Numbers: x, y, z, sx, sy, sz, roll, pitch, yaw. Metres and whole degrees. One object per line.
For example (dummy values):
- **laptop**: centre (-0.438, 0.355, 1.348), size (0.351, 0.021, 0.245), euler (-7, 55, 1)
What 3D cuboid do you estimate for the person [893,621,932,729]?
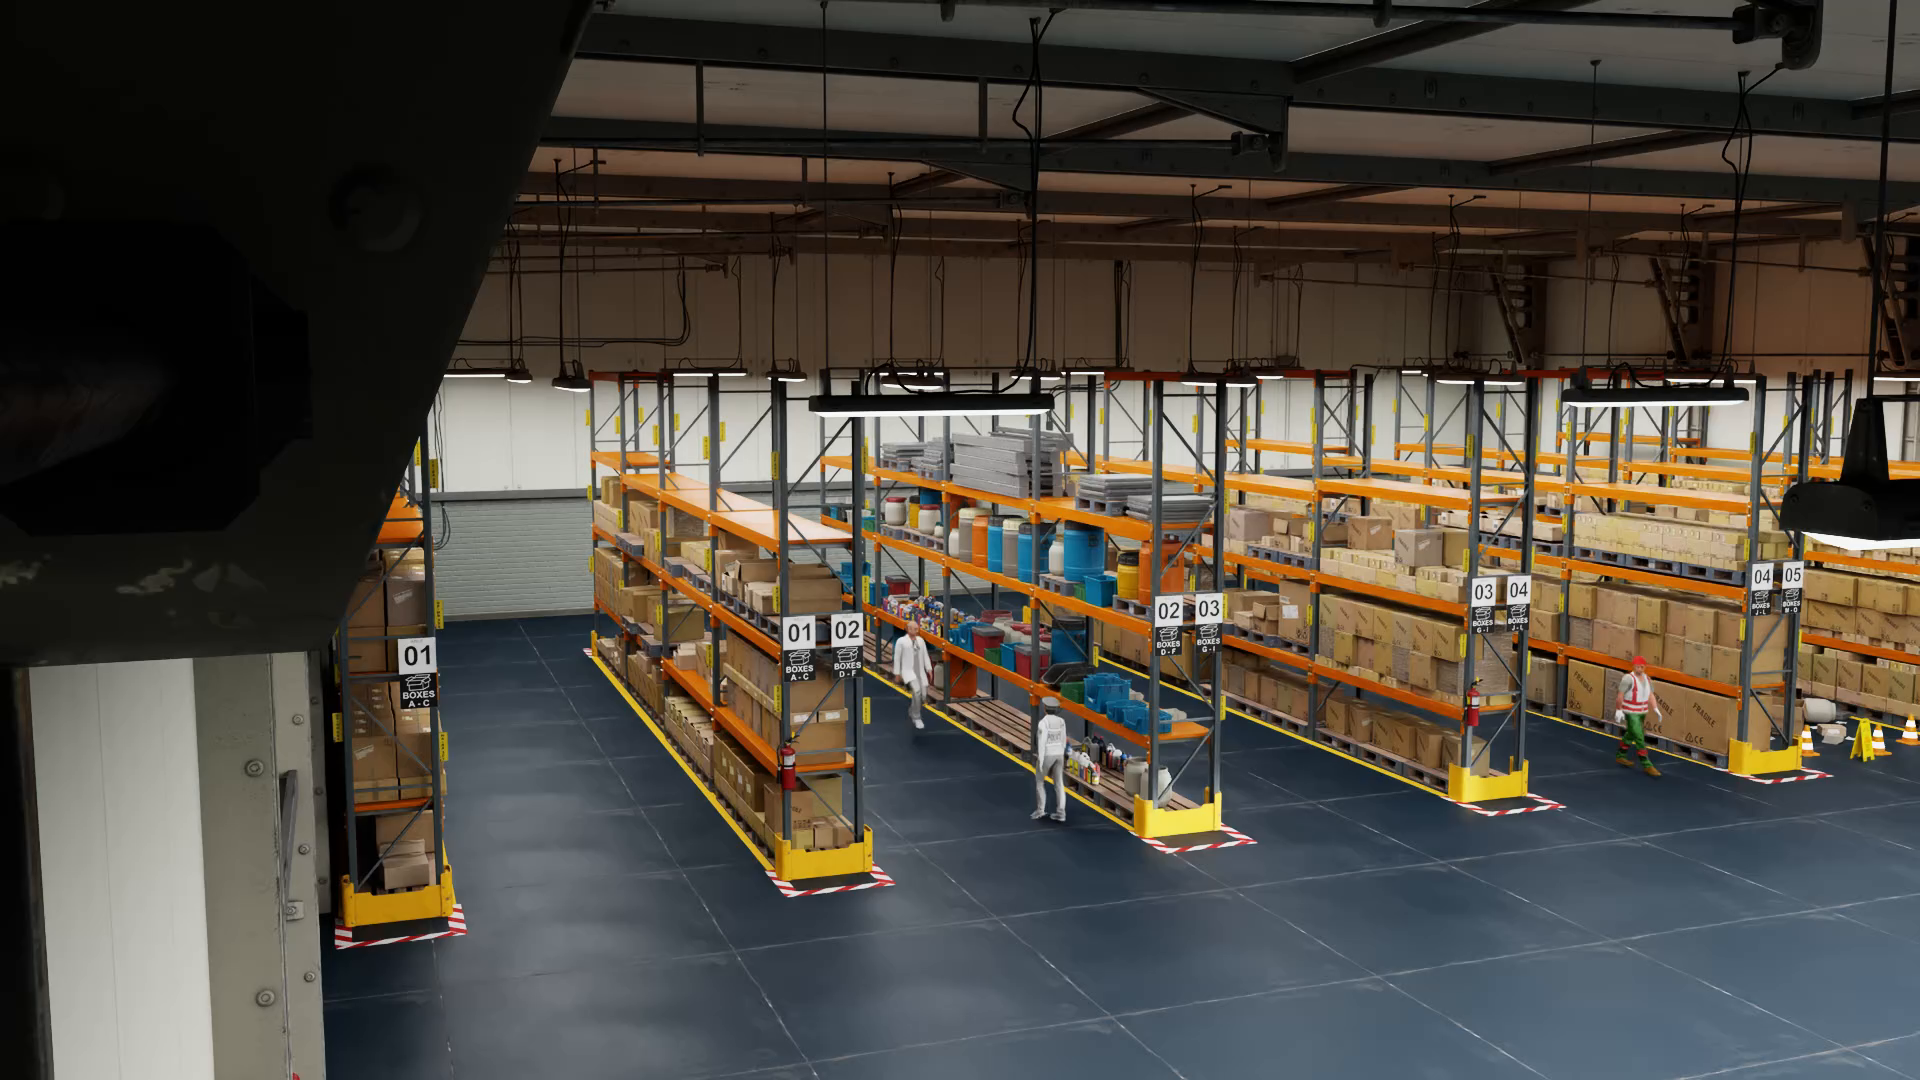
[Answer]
- **person**: centre (-0.709, 2.200, 27.411), size (0.615, 1.681, 0.802), euler (-4, 8, -33)

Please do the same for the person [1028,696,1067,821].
- **person**: centre (1.253, 2.998, 22.642), size (0.519, 1.729, 0.592), euler (-4, 7, -31)

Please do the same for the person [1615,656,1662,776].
- **person**: centre (10.311, 2.622, 25.206), size (0.561, 1.744, 0.930), euler (-3, 7, -26)
